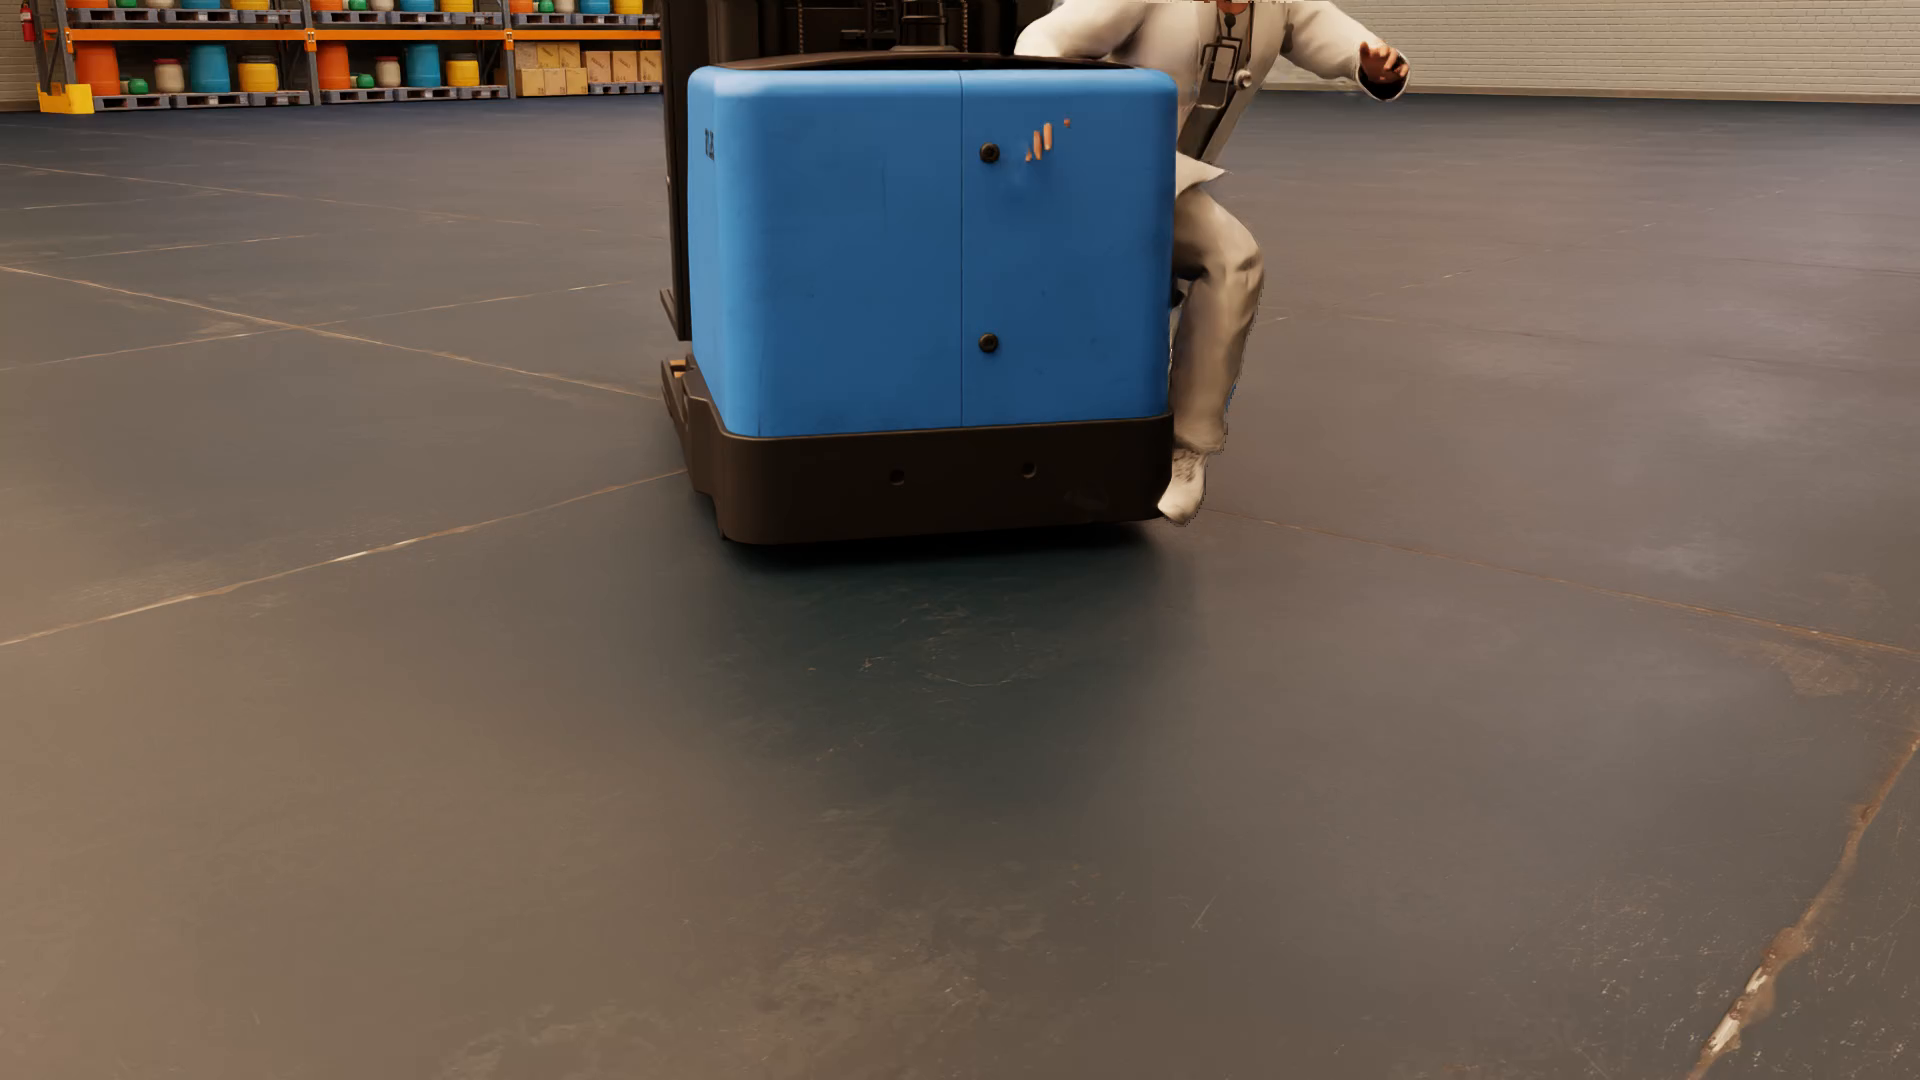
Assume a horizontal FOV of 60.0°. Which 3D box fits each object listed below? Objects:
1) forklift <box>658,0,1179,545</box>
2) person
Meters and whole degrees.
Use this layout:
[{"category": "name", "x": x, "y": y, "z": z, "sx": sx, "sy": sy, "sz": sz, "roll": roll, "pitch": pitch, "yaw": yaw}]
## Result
[{"category": "forklift", "x": -0.337, "y": -1.778, "z": 4.754, "sx": 1.130, "sy": 2.935, "sz": 3.031, "roll": -4, "pitch": 17, "yaw": -13}, {"category": "person", "x": 0.536, "y": -0.797, "z": 3.910, "sx": 1.043, "sy": 1.538, "sz": 0.928, "roll": -16, "pitch": 23, "yaw": -42}]
